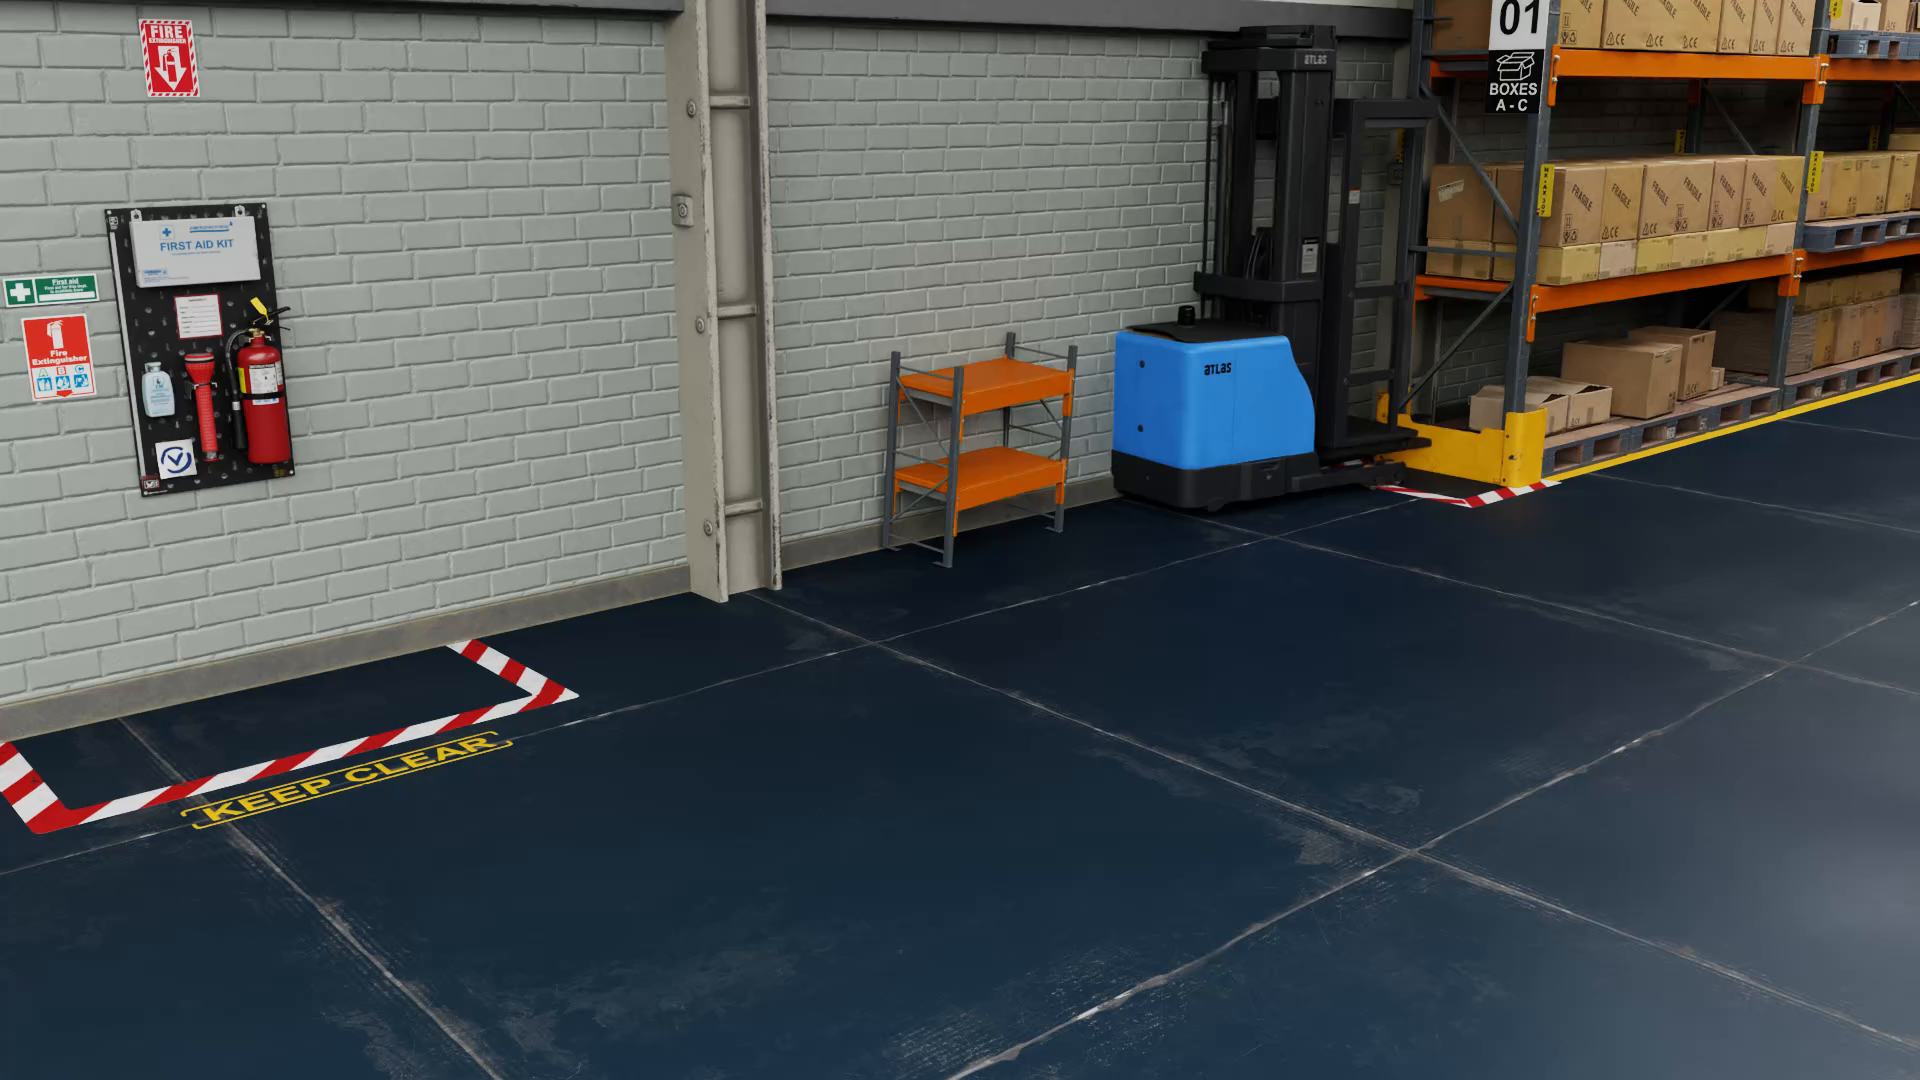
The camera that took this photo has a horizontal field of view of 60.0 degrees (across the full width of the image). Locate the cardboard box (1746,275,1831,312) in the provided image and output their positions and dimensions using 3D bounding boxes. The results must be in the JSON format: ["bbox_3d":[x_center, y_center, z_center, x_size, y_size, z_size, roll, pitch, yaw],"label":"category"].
[{"bbox_3d":[7.272,-2.167,14.590,0.500,0.250,0.500,-13,20,-41],"label":"cardboard box"}]

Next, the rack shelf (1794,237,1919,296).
[{"bbox_3d":[7.906,-2.588,15.022,4.000,0.370,1.077,-13,19,-39],"label":"rack shelf"}]

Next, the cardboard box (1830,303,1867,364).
[{"bbox_3d":[7.710,-1.906,15.063,0.500,0.500,0.700,-12,19,-39],"label":"cardboard box"}]

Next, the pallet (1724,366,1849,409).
[{"bbox_3d":[6.984,-1.382,14.515,1.213,0.211,1.003,-13,19,-39],"label":"pallet"}]

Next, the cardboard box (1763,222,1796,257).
[{"bbox_3d":[6.239,-2.395,13.156,0.500,0.250,0.500,-13,19,-39],"label":"cardboard box"}]

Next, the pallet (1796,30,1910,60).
[{"bbox_3d":[6.933,-4.039,13.611,1.003,0.211,1.213,-13,19,-39],"label":"pallet"}]

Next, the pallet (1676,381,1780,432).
[{"bbox_3d":[5.914,-1.129,13.568,1.213,0.211,1.003,-13,19,-39],"label":"pallet"}]

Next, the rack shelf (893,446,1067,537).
[{"bbox_3d":[0.103,-0.309,9.601,0.538,0.278,1.000,18,22,37],"label":"rack shelf"}]

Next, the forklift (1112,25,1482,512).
[{"bbox_3d":[2.377,-1.854,11.012,3.031,2.935,1.130,-9,18,-31],"label":"forklift"}]

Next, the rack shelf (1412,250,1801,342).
[{"bbox_3d":[4.889,-1.911,12.485,4.000,0.370,1.077,-13,19,-39],"label":"rack shelf"}]

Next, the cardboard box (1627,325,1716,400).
[{"bbox_3d":[5.641,-1.418,13.239,0.500,0.500,0.500,14,21,43],"label":"cardboard box"}]

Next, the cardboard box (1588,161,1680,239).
[{"bbox_3d":[4.711,-2.409,11.757,0.500,0.500,0.500,-13,20,-41],"label":"cardboard box"}]

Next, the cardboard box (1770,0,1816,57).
[{"bbox_3d":[6.177,-3.970,12.756,0.500,0.500,0.500,-12,19,-38],"label":"cardboard box"}]

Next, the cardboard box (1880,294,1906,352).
[{"bbox_3d":[8.441,-2.083,15.726,0.500,0.500,0.700,-13,20,-39],"label":"cardboard box"}]

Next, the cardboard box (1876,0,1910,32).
[{"bbox_3d":[7.793,-4.583,14.277,0.500,0.500,0.500,-14,20,-41],"label":"cardboard box"}]

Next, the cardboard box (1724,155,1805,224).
[{"bbox_3d":[6.244,-2.756,13.055,0.500,0.500,0.500,-13,20,-39],"label":"cardboard box"}]

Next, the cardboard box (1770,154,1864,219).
[{"bbox_3d":[7.230,-3.031,14.238,0.500,0.500,0.700,-10,18,-34],"label":"cardboard box"}]

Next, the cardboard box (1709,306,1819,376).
[{"bbox_3d":[6.942,-1.730,14.405,0.500,0.500,0.700,-12,19,-38],"label":"cardboard box"}]

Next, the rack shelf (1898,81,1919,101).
[{"bbox_3d":[10.924,-4.715,17.171,4.000,0.370,1.077,-13,19,-39],"label":"rack shelf"}]

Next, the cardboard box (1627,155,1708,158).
[{"bbox_3d":[5.513,-2.771,13.109,0.500,0.500,0.500,-13,20,-40],"label":"cardboard box"}]

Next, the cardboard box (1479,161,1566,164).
[{"bbox_3d":[3.982,-2.424,11.809,0.500,0.500,0.500,-12,19,-39],"label":"cardboard box"}]

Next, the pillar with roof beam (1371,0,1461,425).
[{"bbox_3d":[6.166,-4.267,8.286,0.400,9.000,9.100,-13,19,-39],"label":"pillar with roof beam"}]

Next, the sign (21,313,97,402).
[{"bbox_3d":[-3.560,-0.722,6.573,0.234,0.329,0.001,-13,19,-39],"label":"sign"}]

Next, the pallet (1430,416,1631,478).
[{"bbox_3d":[4.073,-0.716,12.021,1.213,0.211,1.003,-13,19,-39],"label":"pallet"}]

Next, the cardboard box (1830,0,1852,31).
[{"bbox_3d":[6.862,-4.375,13.495,0.500,0.500,0.500,-9,18,-32],"label":"cardboard box"}]

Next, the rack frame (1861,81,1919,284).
[{"bbox_3d":[9.415,-3.275,16.197,0.127,3.000,1.000,-13,19,-39],"label":"rack frame"}]

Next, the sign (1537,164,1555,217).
[{"bbox_3d":[3.736,-2.232,10.616,0.005,0.325,0.100,-13,19,-39],"label":"sign"}]

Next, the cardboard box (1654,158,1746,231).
[{"bbox_3d":[5.484,-2.587,12.423,0.500,0.500,0.500,-13,20,-41],"label":"cardboard box"}]

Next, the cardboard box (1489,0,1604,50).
[{"bbox_3d":[3.796,-3.435,10.751,0.500,0.500,0.500,-12,19,-38],"label":"cardboard box"}]

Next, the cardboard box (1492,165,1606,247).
[{"bbox_3d":[3.937,-2.241,11.127,0.500,0.500,0.500,-13,19,-39],"label":"cardboard box"}]

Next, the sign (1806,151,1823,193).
[{"bbox_3d":[6.759,-2.911,13.158,0.005,0.325,0.100,-13,19,-39],"label":"sign"}]

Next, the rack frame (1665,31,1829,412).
[{"bbox_3d":[6.397,-2.597,13.660,0.127,3.000,1.000,-13,19,-39],"label":"rack frame"}]

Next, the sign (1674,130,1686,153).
[{"bbox_3d":[6.030,-3.264,13.913,0.005,0.325,0.100,-13,19,-39],"label":"sign"}]

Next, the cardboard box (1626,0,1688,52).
[{"bbox_3d":[4.614,-3.607,11.398,0.500,0.500,0.500,-12,19,-37],"label":"cardboard box"}]

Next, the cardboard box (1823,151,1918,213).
[{"bbox_3d":[8.142,-3.239,15.016,0.500,0.500,0.700,-13,19,-39],"label":"cardboard box"}]

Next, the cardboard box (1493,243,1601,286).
[{"bbox_3d":[3.957,-1.878,11.218,0.500,0.250,0.500,-13,20,-41],"label":"cardboard box"}]

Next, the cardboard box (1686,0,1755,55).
[{"bbox_3d":[5.396,-3.786,12.067,0.500,0.500,0.500,-14,20,-41],"label":"cardboard box"}]

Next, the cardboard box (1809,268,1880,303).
[{"bbox_3d":[8.050,-2.337,15.226,0.500,0.250,0.500,-13,20,-40],"label":"cardboard box"}]

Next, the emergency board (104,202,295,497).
[{"bbox_3d":[-3.075,-0.779,6.853,0.643,1.169,0.194,-13,19,-39],"label":"emergency board"}]

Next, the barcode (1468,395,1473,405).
[{"bbox_3d":[3.712,-1.018,12.089,0.075,0.075,0.001,-13,19,-39],"label":"barcode"}]

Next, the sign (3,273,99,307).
[{"bbox_3d":[-3.551,-0.978,6.501,0.331,0.109,0.001,-13,19,-39],"label":"sign"}]

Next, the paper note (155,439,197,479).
[{"bbox_3d":[-3.254,-0.337,6.905,0.142,0.148,0.016,-13,19,-39],"label":"paper note"}]

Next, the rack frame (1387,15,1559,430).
[{"bbox_3d":[3.380,-1.919,11.124,0.127,3.000,1.000,-13,19,-39],"label":"rack frame"}]

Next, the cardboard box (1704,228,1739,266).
[{"bbox_3d":[5.489,-2.224,12.516,0.500,0.250,0.500,-13,20,-40],"label":"cardboard box"}]

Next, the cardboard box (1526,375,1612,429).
[{"bbox_3d":[4.391,-1.029,12.148,0.500,0.311,0.500,-11,18,-35],"label":"cardboard box"}]

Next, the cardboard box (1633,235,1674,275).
[{"bbox_3d":[4.727,-2.053,11.877,0.500,0.250,0.500,-13,20,-40],"label":"cardboard box"}]

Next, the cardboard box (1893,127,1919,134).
[{"bbox_3d":[9.587,-3.966,16.523,0.500,0.250,0.500,-12,19,-38],"label":"cardboard box"}]

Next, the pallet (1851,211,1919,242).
[{"bbox_3d":[7.949,-2.839,14.937,1.213,0.211,1.003,-13,19,-39],"label":"pallet"}]

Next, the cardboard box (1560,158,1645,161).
[{"bbox_3d":[4.749,-2.597,12.460,0.500,0.500,0.500,-12,19,-39],"label":"cardboard box"}]

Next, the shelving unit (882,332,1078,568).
[{"bbox_3d":[0.118,-0.541,9.527,0.538,1.125,1.048,18,22,37],"label":"shelving unit"}]

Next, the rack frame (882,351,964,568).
[{"bbox_3d":[-0.210,-0.442,9.152,0.500,1.125,0.032,18,22,37],"label":"rack frame"}]
